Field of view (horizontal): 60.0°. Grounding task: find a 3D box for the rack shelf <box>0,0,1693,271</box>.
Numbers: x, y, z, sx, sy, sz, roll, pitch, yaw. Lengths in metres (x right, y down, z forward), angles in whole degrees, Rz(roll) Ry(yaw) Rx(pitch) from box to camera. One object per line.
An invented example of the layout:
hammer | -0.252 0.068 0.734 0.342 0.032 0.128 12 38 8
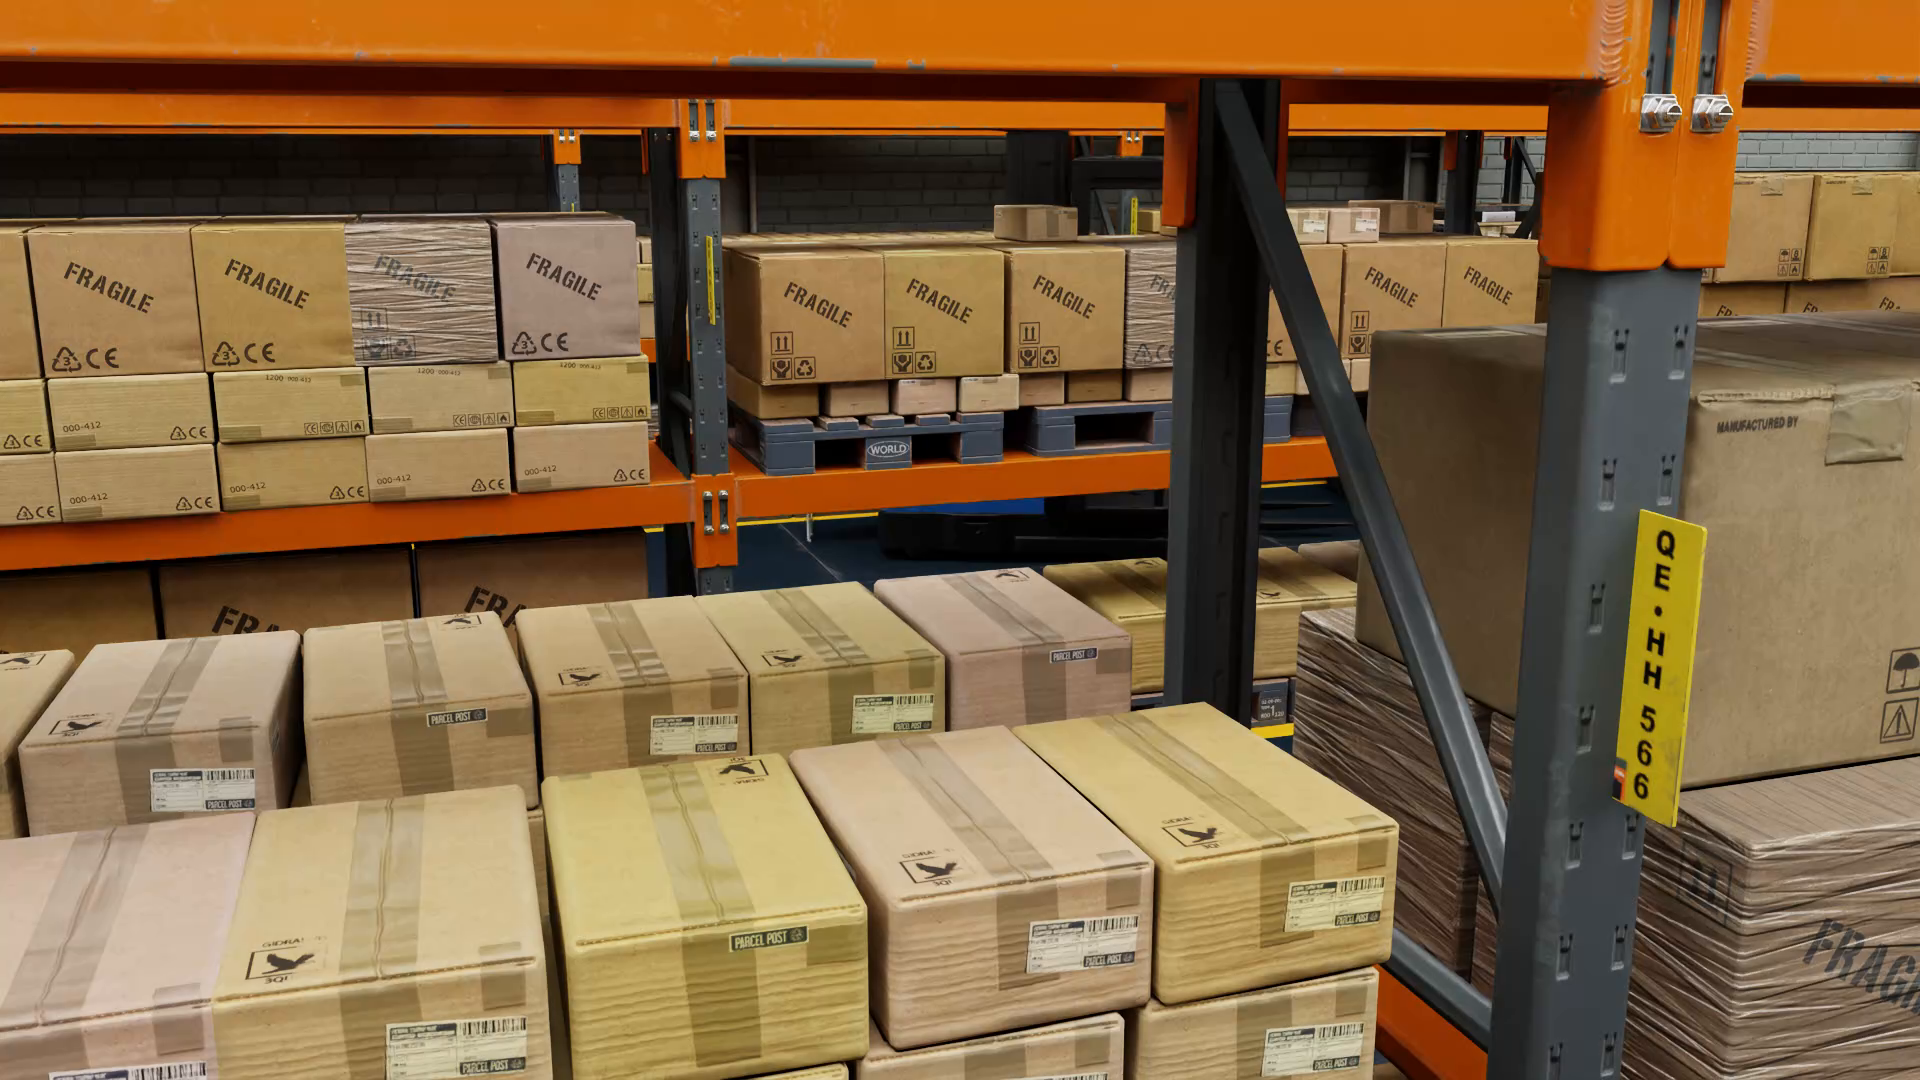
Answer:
rack shelf | -1.342 -0.420 1.498 4.000 0.370 1.077 -4 14 -18

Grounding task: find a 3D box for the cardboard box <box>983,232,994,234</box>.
cardboard box | 0.343 -2.181 12.210 0.250 0.149 0.380 -4 14 -18

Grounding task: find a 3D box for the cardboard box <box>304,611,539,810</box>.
cardboard box | -0.685 0.219 2.090 0.250 0.149 0.380 -5 14 -20

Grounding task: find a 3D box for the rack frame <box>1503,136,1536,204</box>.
rack frame | 4.875 -2.215 13.973 0.127 3.000 1.000 -4 14 -18

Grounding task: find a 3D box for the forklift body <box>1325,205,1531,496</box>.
forklift body | 3.660 -1.262 11.801 1.214 2.155 2.313 -4 14 -18

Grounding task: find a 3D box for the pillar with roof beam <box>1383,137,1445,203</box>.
pillar with roof beam | 5.301 -4.336 9.924 0.400 9.000 9.100 -4 14 -18

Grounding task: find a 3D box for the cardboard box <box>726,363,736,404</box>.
cardboard box | -0.885 -0.694 7.214 0.250 0.149 0.380 -4 14 -16

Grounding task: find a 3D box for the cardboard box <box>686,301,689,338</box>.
cardboard box | -1.730 -1.567 11.572 0.500 0.250 0.500 -5 14 -19

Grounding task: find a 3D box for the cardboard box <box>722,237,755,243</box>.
cardboard box | -1.580 -2.014 11.511 0.250 0.149 0.380 -4 14 -17

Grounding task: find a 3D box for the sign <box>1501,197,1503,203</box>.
sign | 4.704 -2.797 14.377 0.005 0.325 0.100 -4 14 -18

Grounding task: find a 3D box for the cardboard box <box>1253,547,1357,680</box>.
cardboard box | 1.494 0.336 8.020 0.625 0.372 0.950 -4 14 -15

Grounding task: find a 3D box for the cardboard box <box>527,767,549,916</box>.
cardboard box | -0.477 0.348 2.191 0.250 0.149 0.380 -5 14 -20

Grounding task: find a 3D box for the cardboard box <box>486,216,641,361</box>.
cardboard box | -1.527 -0.976 6.386 0.500 0.500 0.500 -5 14 -20

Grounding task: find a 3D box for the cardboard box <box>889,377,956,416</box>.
cardboard box | -0.201 -0.625 6.924 0.250 0.149 0.380 -5 14 -22

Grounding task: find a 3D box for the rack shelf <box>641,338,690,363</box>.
rack shelf | -0.812 -1.422 12.194 4.000 0.370 1.077 -4 14 -18

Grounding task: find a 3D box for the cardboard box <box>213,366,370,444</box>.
cardboard box | -2.462 -0.534 6.150 0.500 0.250 0.500 -5 14 -20

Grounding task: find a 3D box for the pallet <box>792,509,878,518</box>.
pallet | -0.760 -0.409 12.408 1.213 0.211 1.003 -4 14 -18

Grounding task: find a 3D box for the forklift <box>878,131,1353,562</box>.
forklift | 1.006 -1.402 10.704 3.031 2.935 1.130 1 13 2

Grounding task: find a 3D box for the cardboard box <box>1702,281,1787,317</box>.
cardboard box | 3.645 -1.038 8.167 0.500 0.500 0.500 -5 14 -18

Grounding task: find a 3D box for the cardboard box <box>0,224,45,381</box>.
cardboard box | -3.453 -0.826 5.755 0.500 0.500 0.500 -5 14 -19

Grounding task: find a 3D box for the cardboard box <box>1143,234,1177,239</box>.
cardboard box | 1.187 -1.187 7.884 0.500 0.500 0.500 -5 14 -18

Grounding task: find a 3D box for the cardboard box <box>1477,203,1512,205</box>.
cardboard box | 4.489 -2.746 13.945 0.250 0.149 0.380 -5 14 -19

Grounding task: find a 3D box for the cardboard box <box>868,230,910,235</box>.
cardboard box | -0.543 -2.223 12.387 0.250 0.149 0.380 -5 14 -18

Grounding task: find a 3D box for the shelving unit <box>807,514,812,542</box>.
shelving unit | -0.768 -0.598 11.064 0.503 1.200 0.258 0 13 0

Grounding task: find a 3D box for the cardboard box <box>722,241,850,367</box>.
cardboard box | -0.778 -1.028 7.218 0.500 0.500 0.500 -5 14 -20

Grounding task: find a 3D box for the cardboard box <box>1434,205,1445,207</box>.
cardboard box | 3.880 -2.599 13.326 0.250 0.149 0.380 -4 14 -18

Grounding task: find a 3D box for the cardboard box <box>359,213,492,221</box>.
cardboard box | -2.133 -1.050 6.697 0.500 0.500 0.500 -4 14 -18

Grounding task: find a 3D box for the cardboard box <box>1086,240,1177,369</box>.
cardboard box | 0.849 -1.032 7.234 0.500 0.500 0.500 -5 14 -20

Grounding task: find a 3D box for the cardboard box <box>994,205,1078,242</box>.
cardboard box | 0.340 -1.432 7.513 0.250 0.149 0.380 -5 14 -21

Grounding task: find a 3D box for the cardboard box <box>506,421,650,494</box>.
cardboard box | -1.517 -0.369 6.536 0.500 0.250 0.500 -5 14 -20

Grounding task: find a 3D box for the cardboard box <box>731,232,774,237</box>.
cardboard box | -1.503 -2.142 12.050 0.250 0.149 0.380 -5 14 -18

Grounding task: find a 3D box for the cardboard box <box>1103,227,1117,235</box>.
cardboard box | 1.307 -2.364 12.982 0.250 0.149 0.380 -5 14 -18

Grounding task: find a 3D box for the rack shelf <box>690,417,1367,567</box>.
rack shelf | 0.775 -0.334 7.619 4.000 0.370 1.077 -4 14 -18

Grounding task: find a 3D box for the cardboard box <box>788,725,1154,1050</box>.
cardboard box | -0.003 0.325 1.643 0.250 0.149 0.380 -5 14 -19

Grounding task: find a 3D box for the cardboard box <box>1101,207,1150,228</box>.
cardboard box | 1.290 -2.519 12.988 0.250 0.149 0.380 -4 14 -18

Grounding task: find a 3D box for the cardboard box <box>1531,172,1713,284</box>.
cardboard box | 3.157 -1.496 7.931 0.500 0.500 0.700 -5 14 -19

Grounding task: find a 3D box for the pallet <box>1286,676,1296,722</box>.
pallet | 1.933 0.583 8.236 1.213 0.211 1.003 -4 14 -18

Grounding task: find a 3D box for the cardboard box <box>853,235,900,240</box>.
cardboard box | -0.597 -2.073 11.757 0.250 0.149 0.380 -5 14 -20

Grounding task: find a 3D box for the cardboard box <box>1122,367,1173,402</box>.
cardboard box | 0.794 -0.710 7.282 0.250 0.149 0.380 -4 14 -16

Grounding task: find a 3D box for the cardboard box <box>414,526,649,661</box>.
cardboard box | -1.802 0.326 6.975 0.875 0.875 0.875 -5 14 -19

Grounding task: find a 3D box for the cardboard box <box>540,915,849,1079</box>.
cardboard box | -0.270 0.492 1.587 0.250 0.149 0.380 -4 14 -17

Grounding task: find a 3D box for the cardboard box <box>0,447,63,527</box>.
cardboard box | -3.430 -0.215 5.891 0.500 0.250 0.500 -5 14 -19

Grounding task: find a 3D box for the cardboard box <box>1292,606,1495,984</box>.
cardboard box | 0.895 0.401 2.758 0.500 0.500 0.500 -4 14 -18
